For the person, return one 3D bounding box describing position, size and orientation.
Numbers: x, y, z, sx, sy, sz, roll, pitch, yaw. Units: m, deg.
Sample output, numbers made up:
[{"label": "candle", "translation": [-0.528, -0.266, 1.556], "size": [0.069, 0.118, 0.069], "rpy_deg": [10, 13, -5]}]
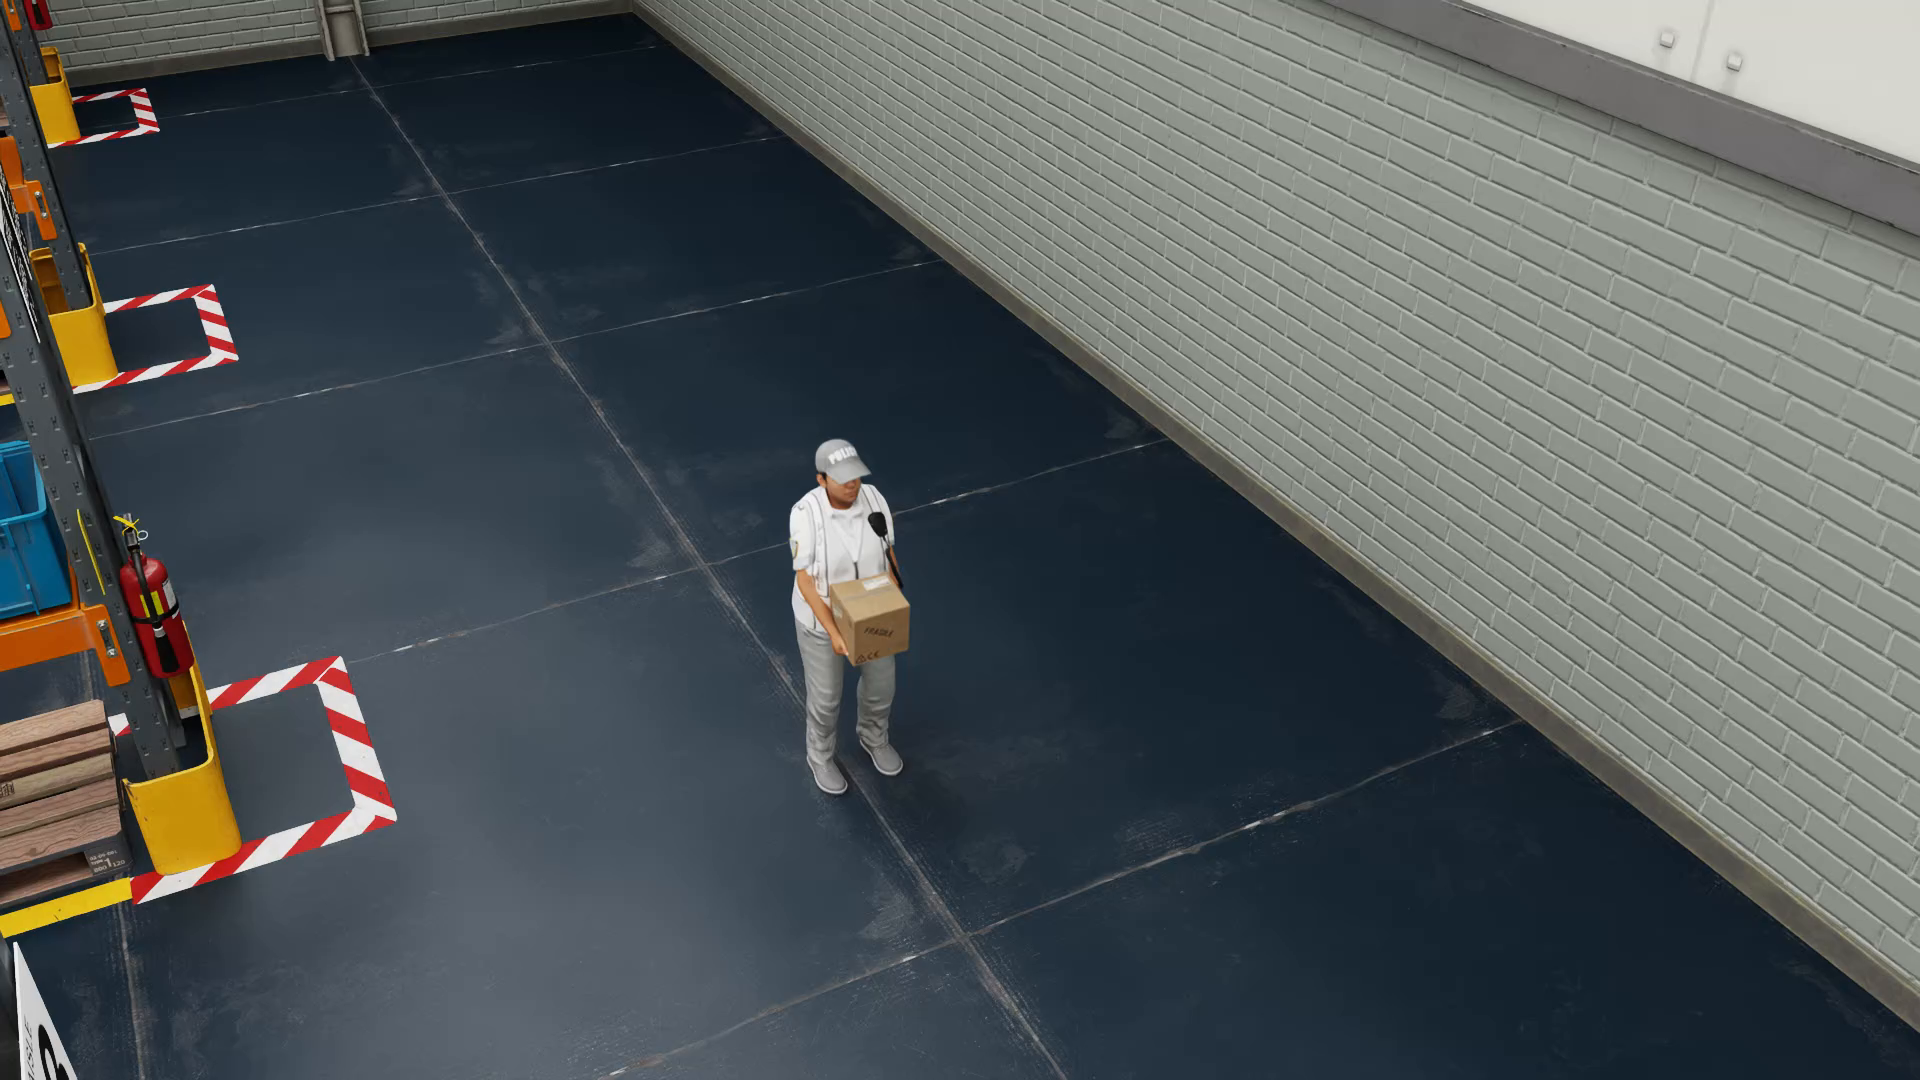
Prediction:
[{"label": "person", "translation": [-0.449, 0.366, 7.060], "size": [0.454, 1.655, 0.524], "rpy_deg": [-15, 36, -22]}]
